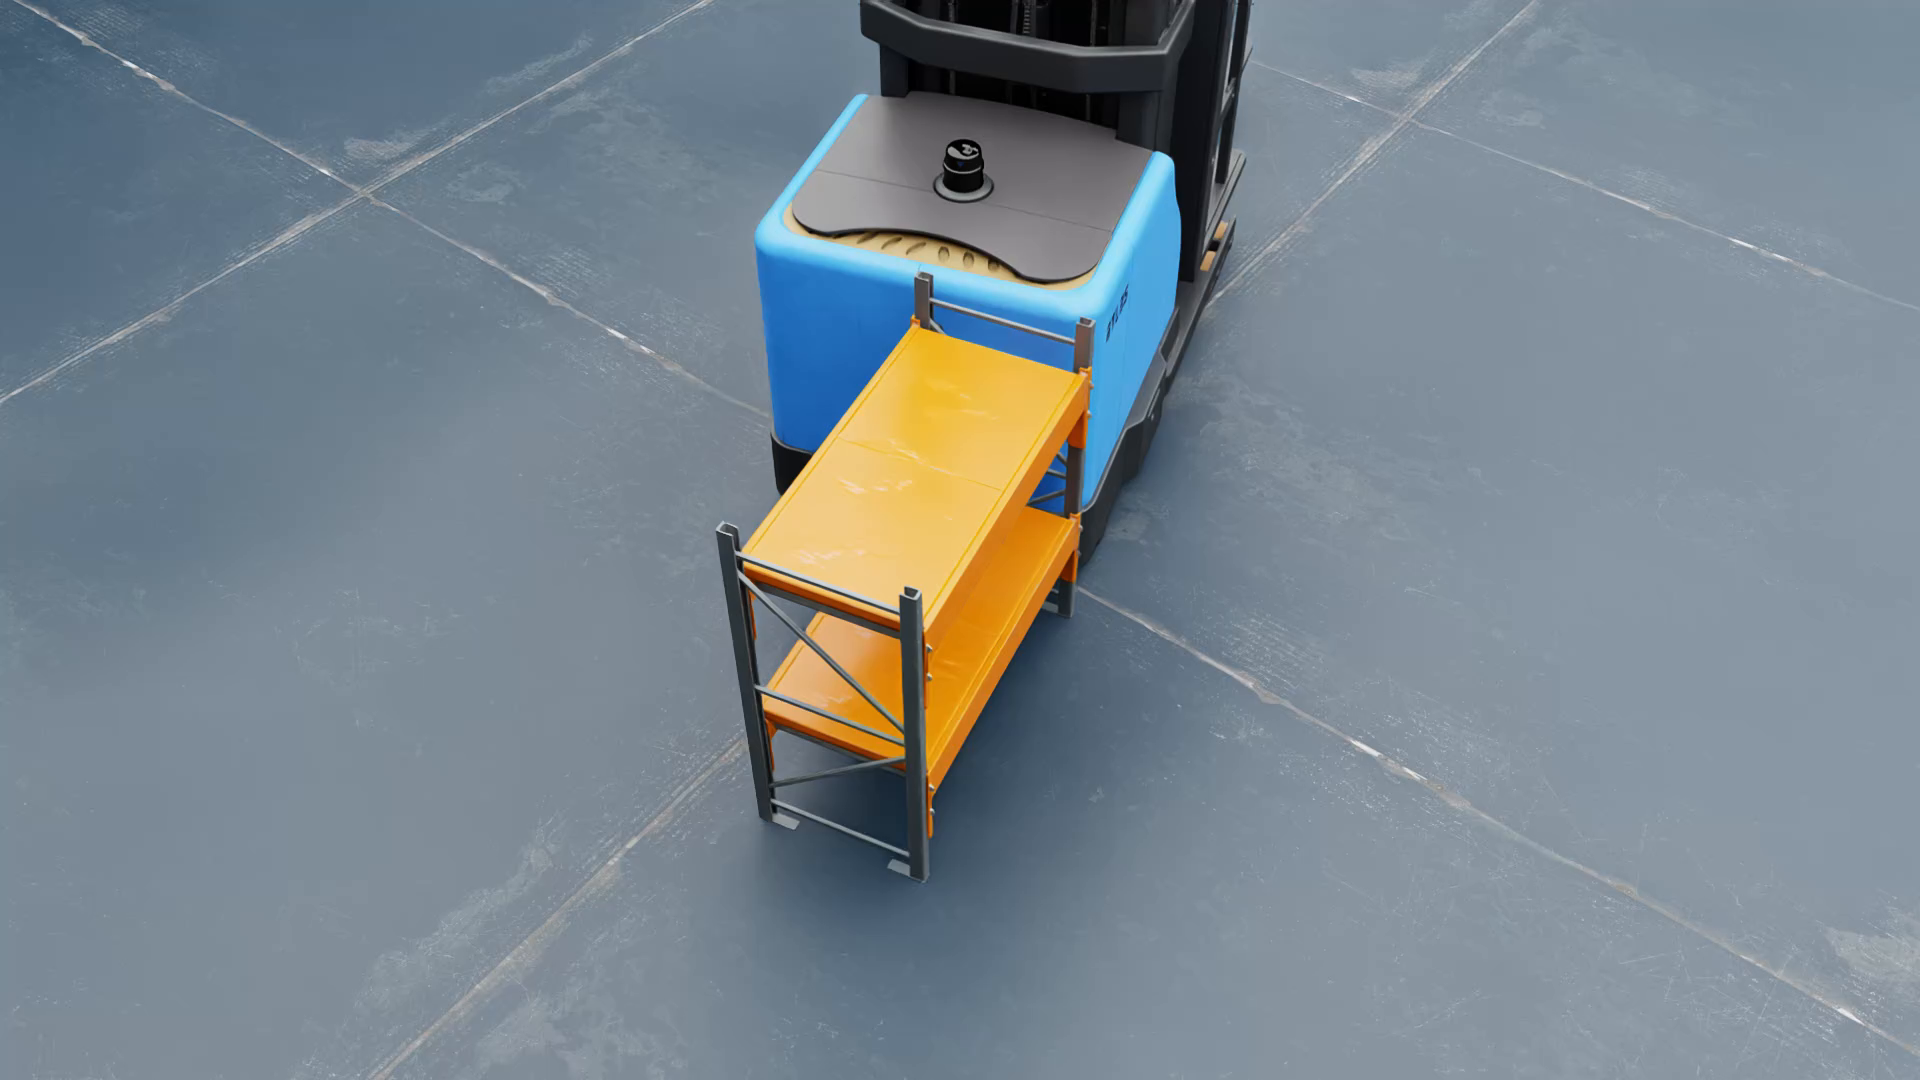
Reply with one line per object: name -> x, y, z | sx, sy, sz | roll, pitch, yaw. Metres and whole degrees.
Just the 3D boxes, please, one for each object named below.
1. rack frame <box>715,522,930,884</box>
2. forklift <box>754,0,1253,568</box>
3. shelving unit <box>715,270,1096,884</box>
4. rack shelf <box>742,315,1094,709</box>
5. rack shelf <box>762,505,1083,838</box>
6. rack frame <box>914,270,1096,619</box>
rack frame -> -0.314, 0.432, 4.059 | 0.500, 1.125, 0.032 | 18, 49, 17
forklift -> 0.388, -2.003, 5.137 | 1.130, 2.935, 3.031 | 15, 48, 14
shelving unit -> -0.101, 0.098, 4.378 | 0.538, 1.125, 1.048 | 18, 49, 17
rack shelf -> -0.101, -0.104, 4.167 | 0.538, 0.278, 1.000 | 18, 49, 17
rack shelf -> -0.101, 0.267, 4.555 | 0.538, 0.278, 1.000 | 18, 49, 17
rack frame -> 0.112, -0.235, 4.697 | 0.500, 1.125, 0.032 | 18, 49, 17
